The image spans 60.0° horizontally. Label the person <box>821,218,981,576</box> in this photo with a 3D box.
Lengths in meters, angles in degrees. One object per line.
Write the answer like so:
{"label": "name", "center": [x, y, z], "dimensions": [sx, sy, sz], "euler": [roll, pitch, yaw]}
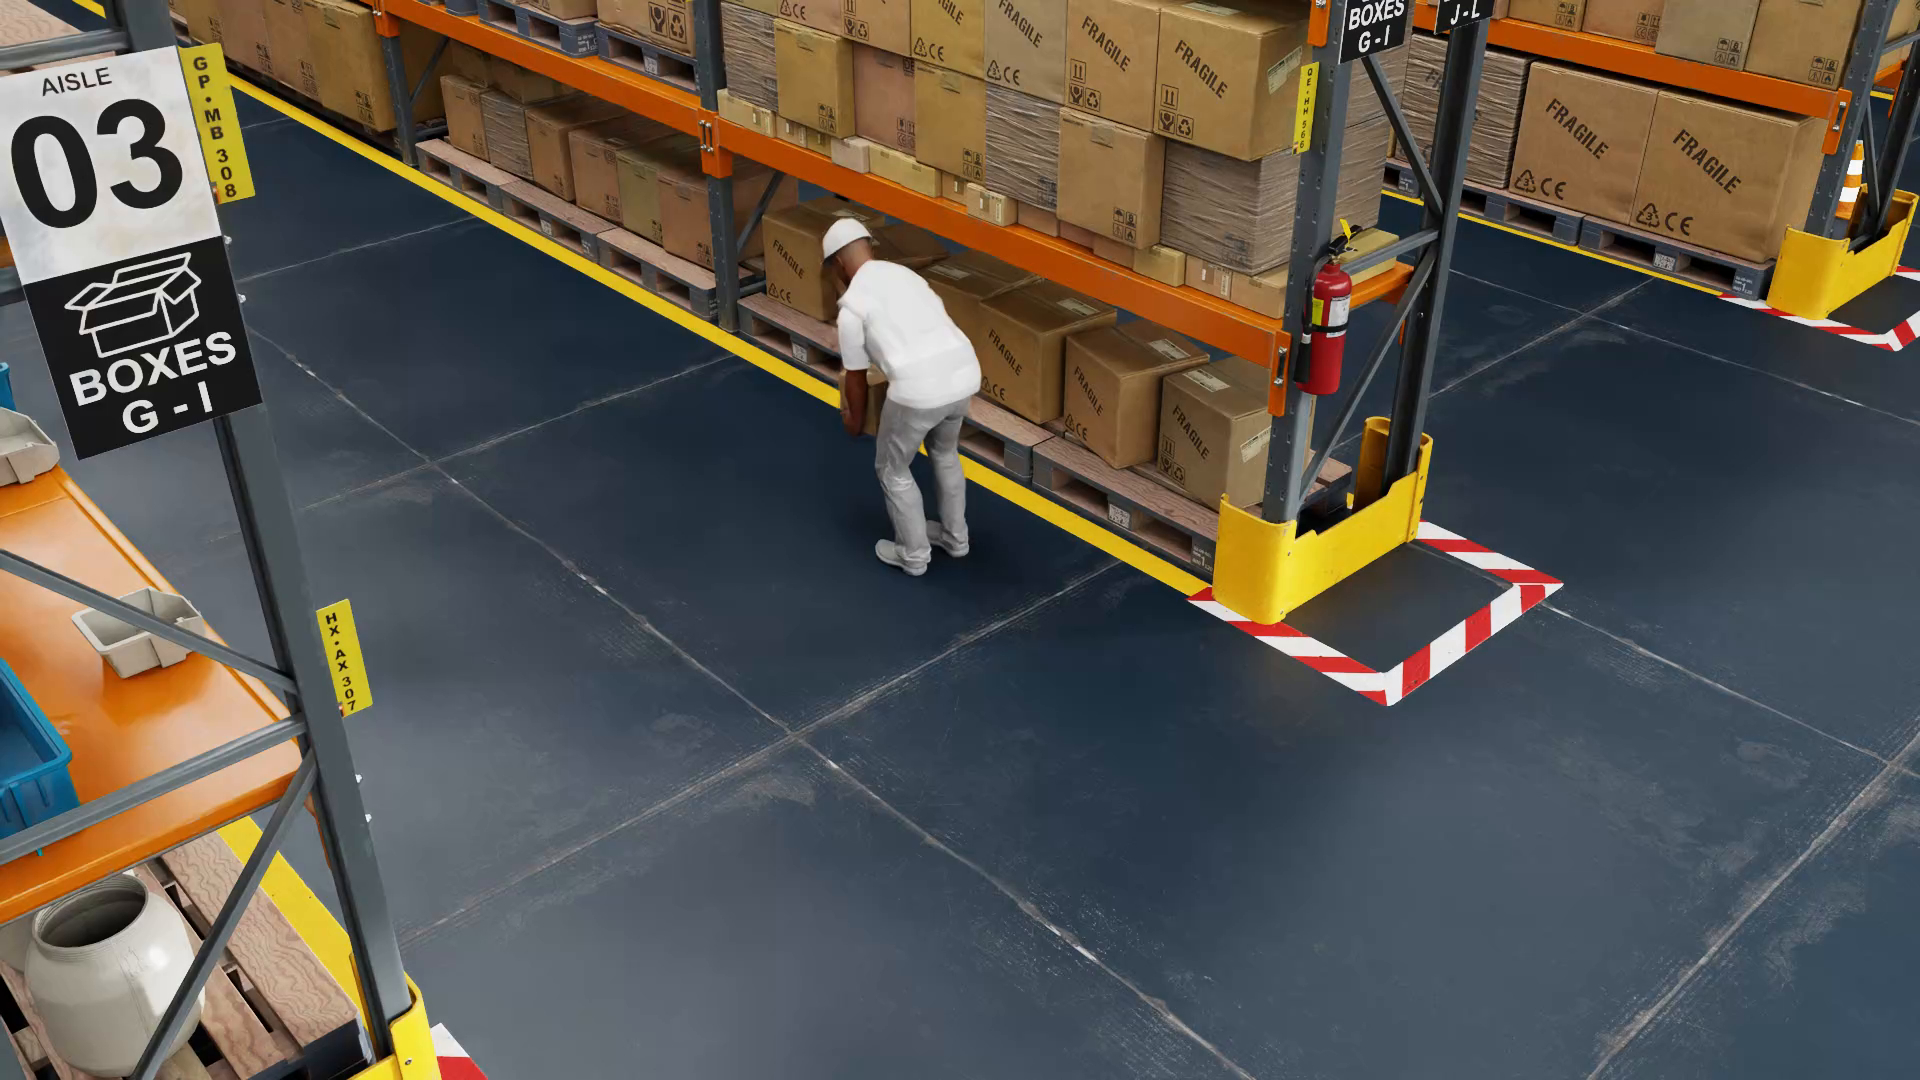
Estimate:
{"label": "person", "center": [-0.295, -0.638, 7.416], "dimensions": [0.475, 1.487, 0.842], "euler": [-24, 39, -34]}
